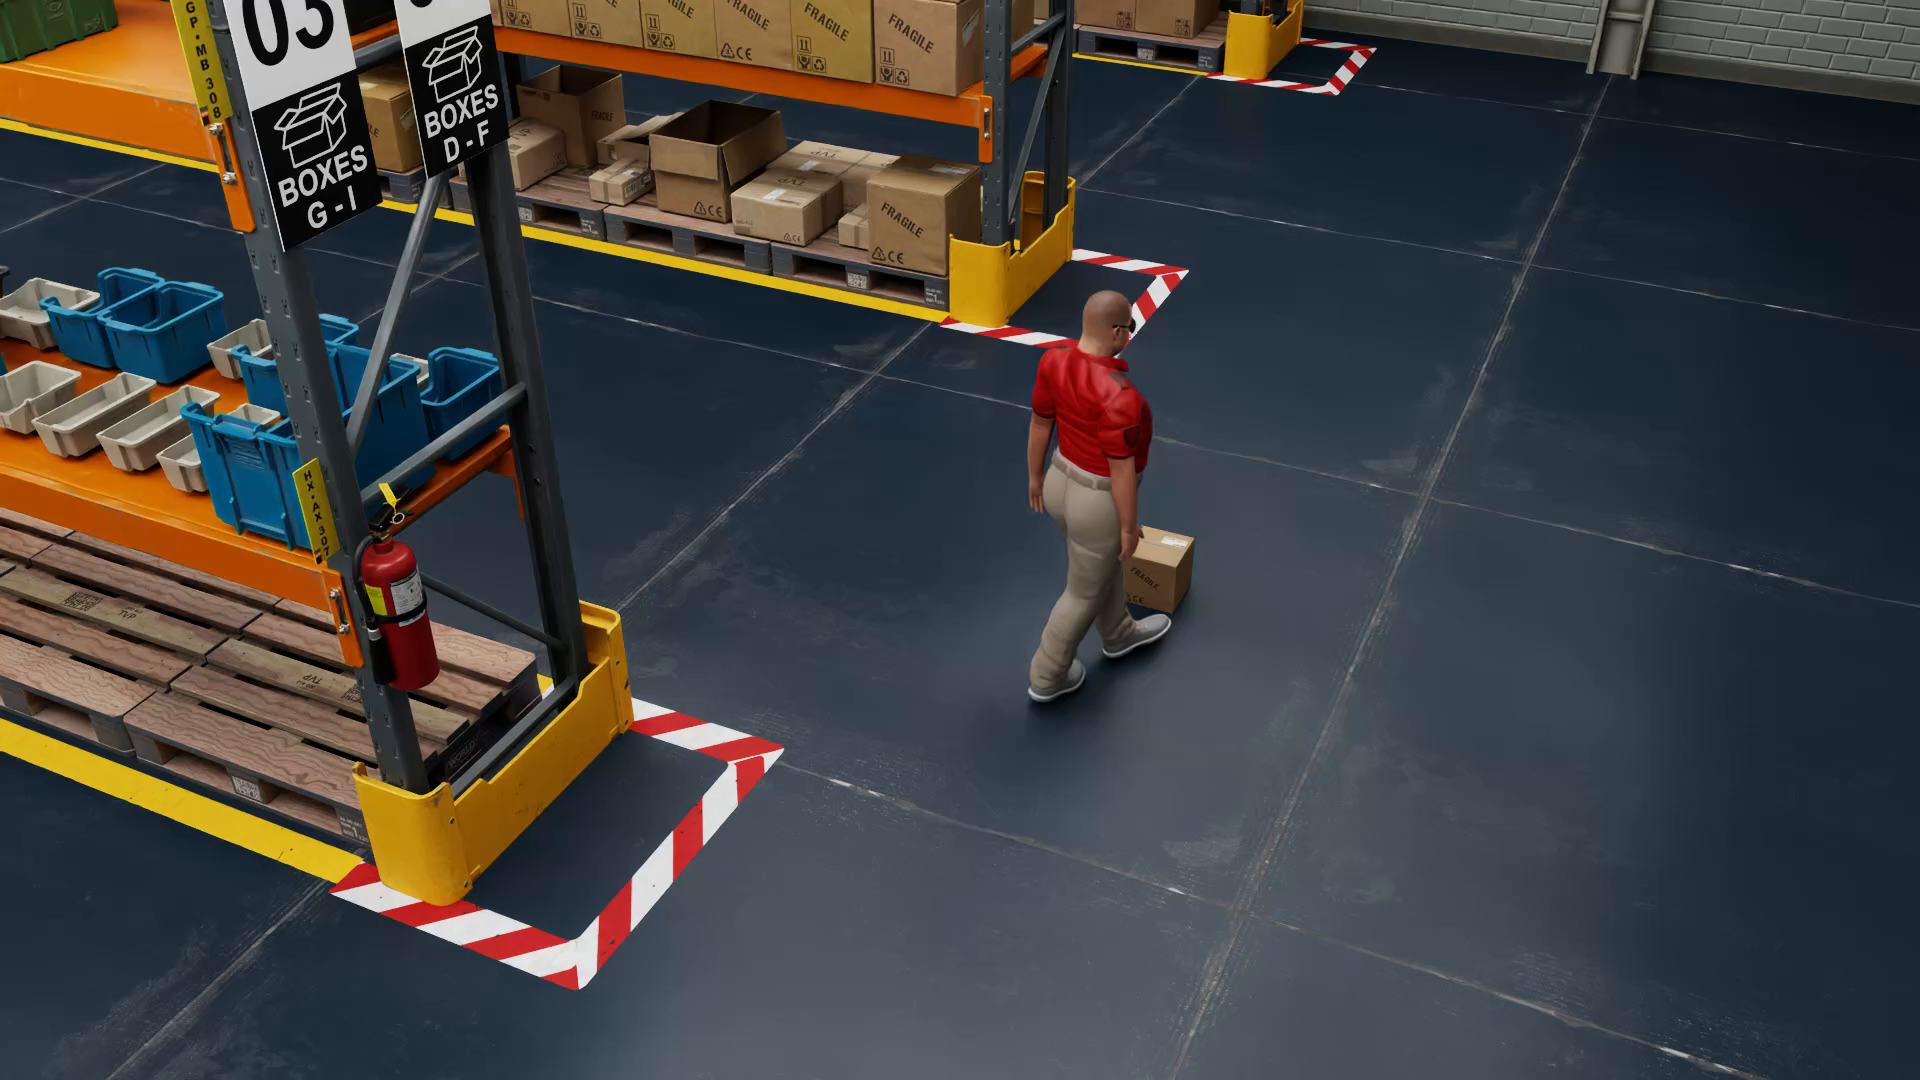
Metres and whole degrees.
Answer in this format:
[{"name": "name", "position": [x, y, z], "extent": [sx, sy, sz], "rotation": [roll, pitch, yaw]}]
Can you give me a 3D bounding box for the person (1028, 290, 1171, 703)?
[{"name": "person", "position": [0.575, -0.184, 6.432], "extent": [0.770, 1.712, 0.550], "rotation": [-18, 38, -26]}]
